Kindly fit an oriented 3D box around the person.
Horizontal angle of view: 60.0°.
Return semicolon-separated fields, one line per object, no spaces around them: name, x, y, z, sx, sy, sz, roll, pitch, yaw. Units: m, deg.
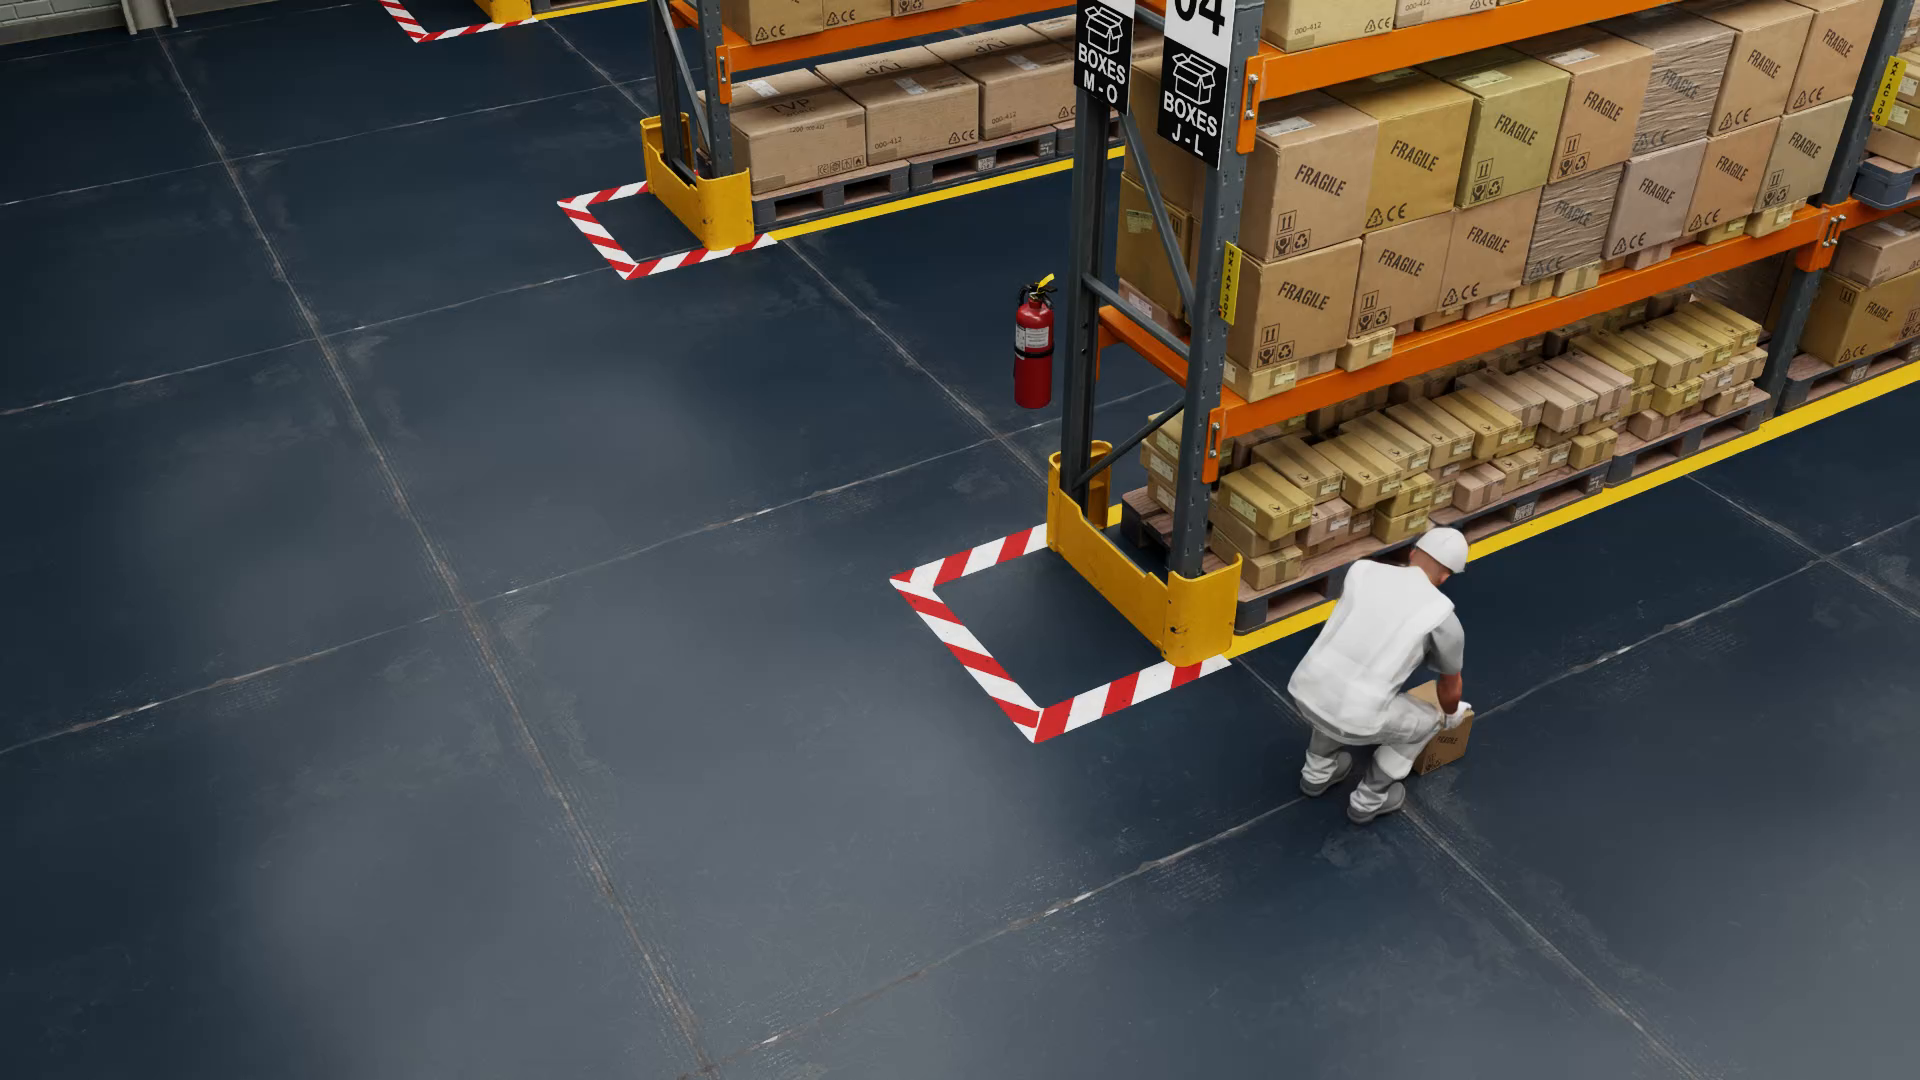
person;1.666;0.548;6.687;0.852;1.172;0.580;-24;43;-29
